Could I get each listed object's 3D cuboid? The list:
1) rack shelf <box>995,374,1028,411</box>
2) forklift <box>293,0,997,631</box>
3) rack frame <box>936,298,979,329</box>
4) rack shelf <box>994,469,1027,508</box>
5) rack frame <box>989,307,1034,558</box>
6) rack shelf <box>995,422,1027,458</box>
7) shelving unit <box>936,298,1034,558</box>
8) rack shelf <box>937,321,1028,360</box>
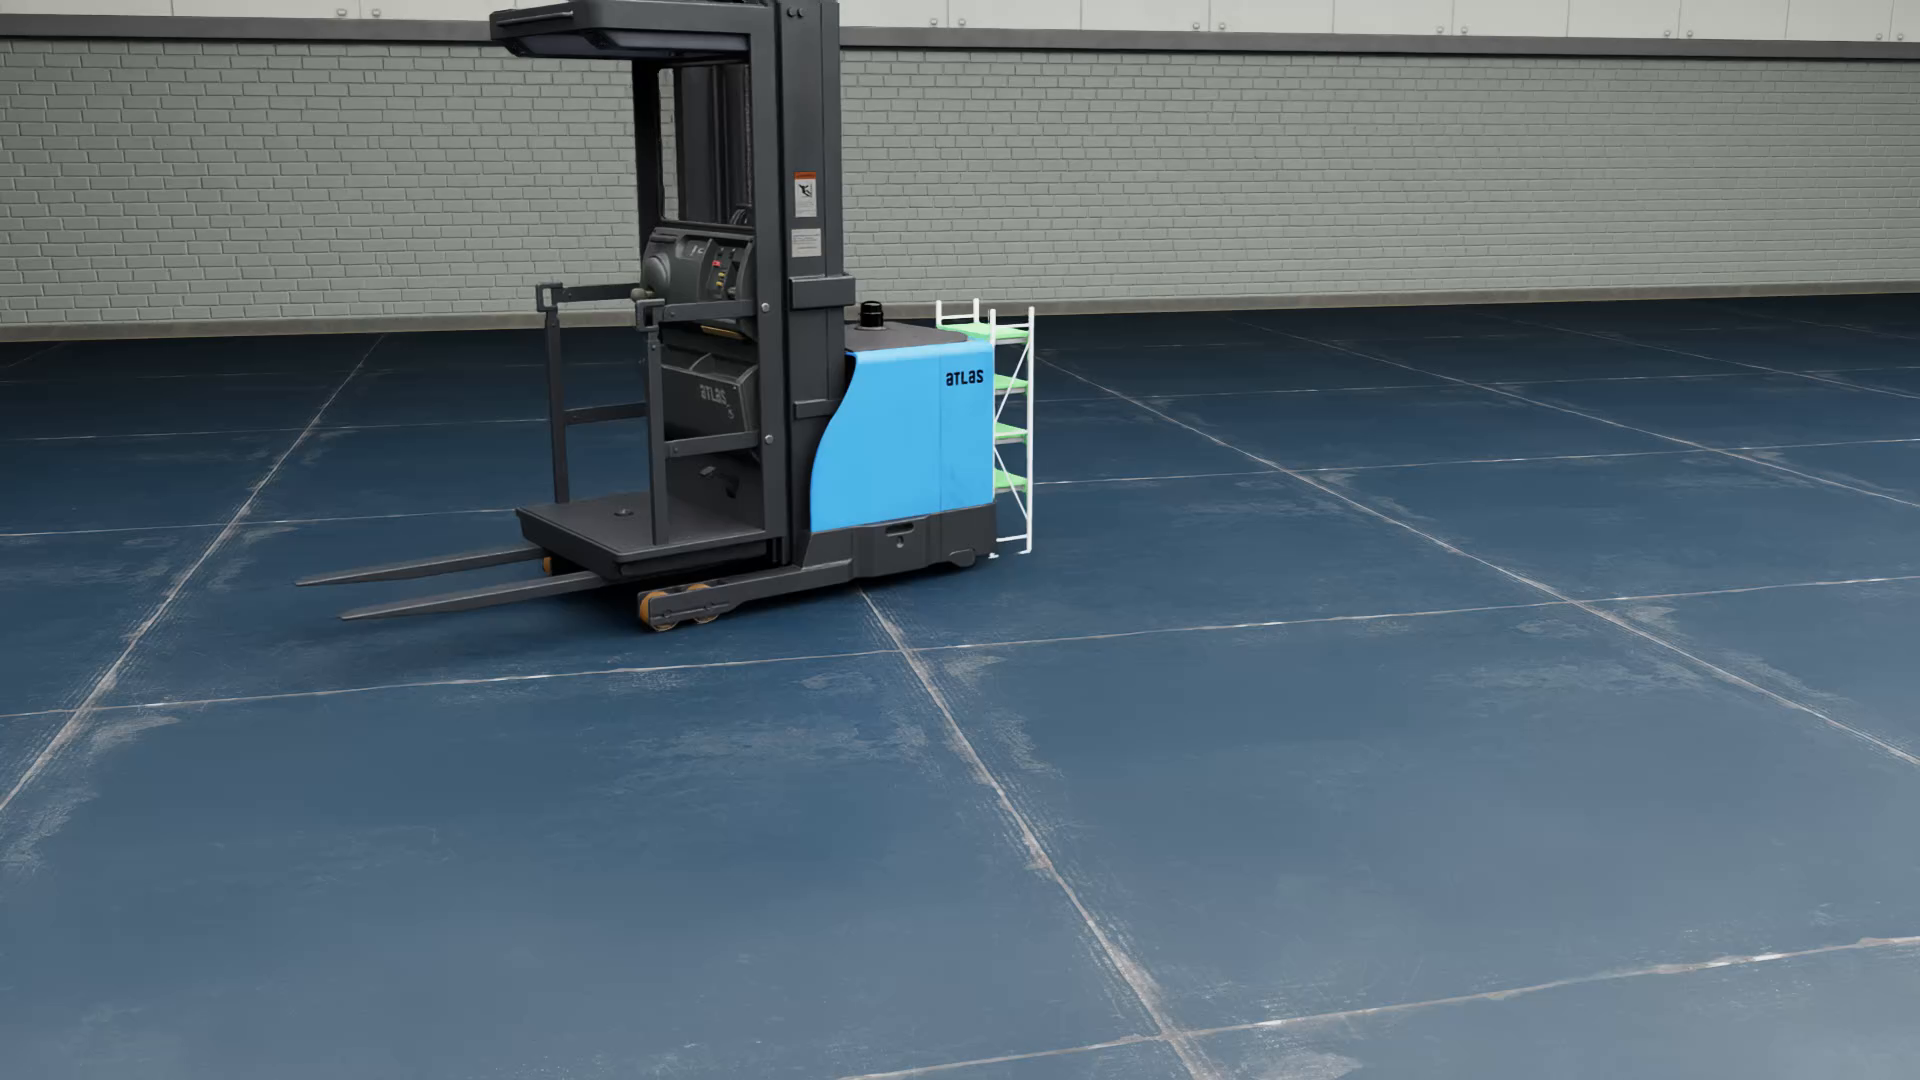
[{"bbox_3d":[0.116,-0.731,8.147,0.258,0.148,0.480,-8,16,-31],"label":"rack shelf"},{"bbox_3d":[-1.313,-1.188,7.113,3.031,2.935,1.130,-10,17,-35],"label":"forklift"},{"bbox_3d":[-0.013,-0.609,8.390,0.240,1.200,0.015,-8,16,-31],"label":"rack frame"},{"bbox_3d":[0.116,-0.264,8.261,0.258,0.148,0.480,-8,16,-31],"label":"rack shelf"},{"bbox_3d":[0.245,-0.510,7.988,0.240,1.200,0.015,-8,16,-31],"label":"rack frame"},{"bbox_3d":[0.116,-0.497,8.204,0.258,0.148,0.480,-8,16,-31],"label":"rack shelf"},{"bbox_3d":[0.116,-0.560,8.189,0.258,1.200,0.503,-8,16,-31],"label":"shelving unit"},{"bbox_3d":[0.116,-0.964,8.090,0.258,0.148,0.480,-8,16,-31],"label":"rack shelf"}]
